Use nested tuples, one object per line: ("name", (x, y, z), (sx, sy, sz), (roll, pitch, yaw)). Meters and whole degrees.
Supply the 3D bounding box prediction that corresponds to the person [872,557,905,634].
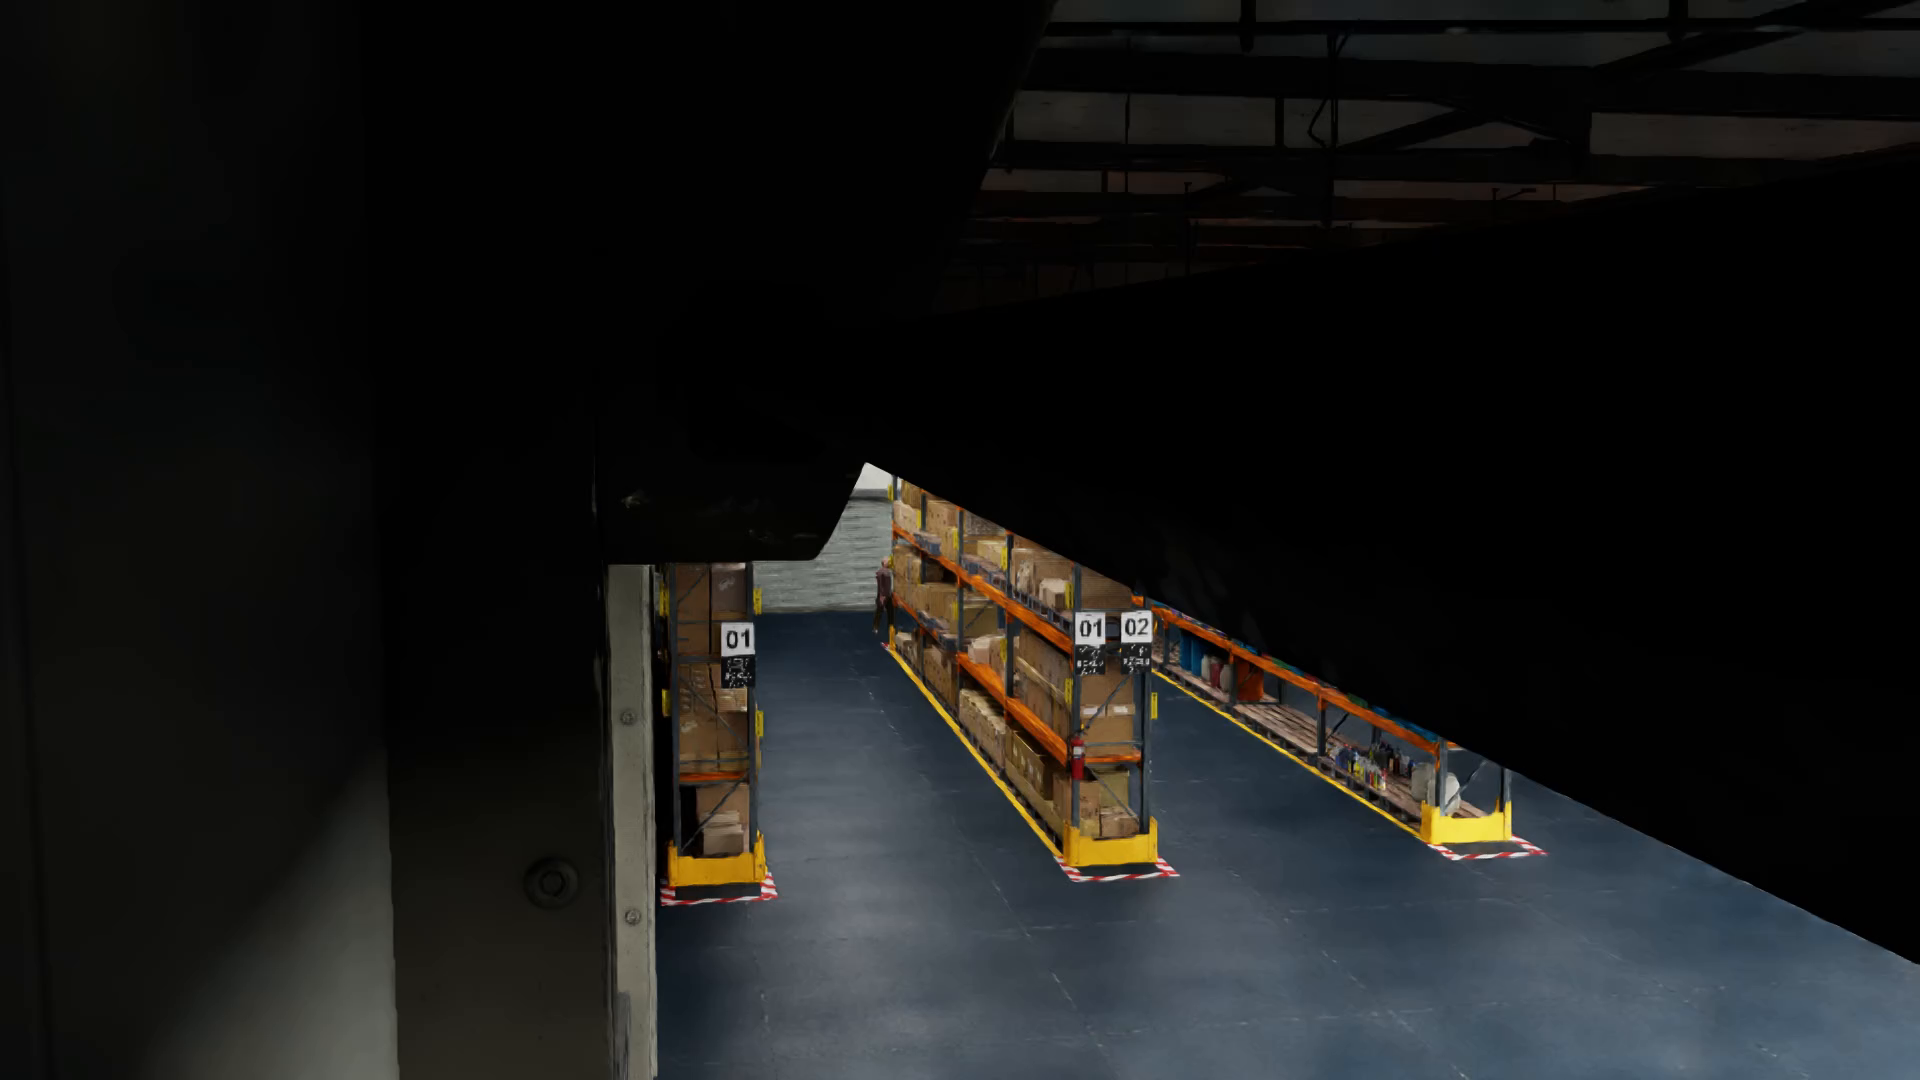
("person", (-1.718, 1.265, 38.576), (0.579, 1.770, 0.772), (3, 7, 28))
